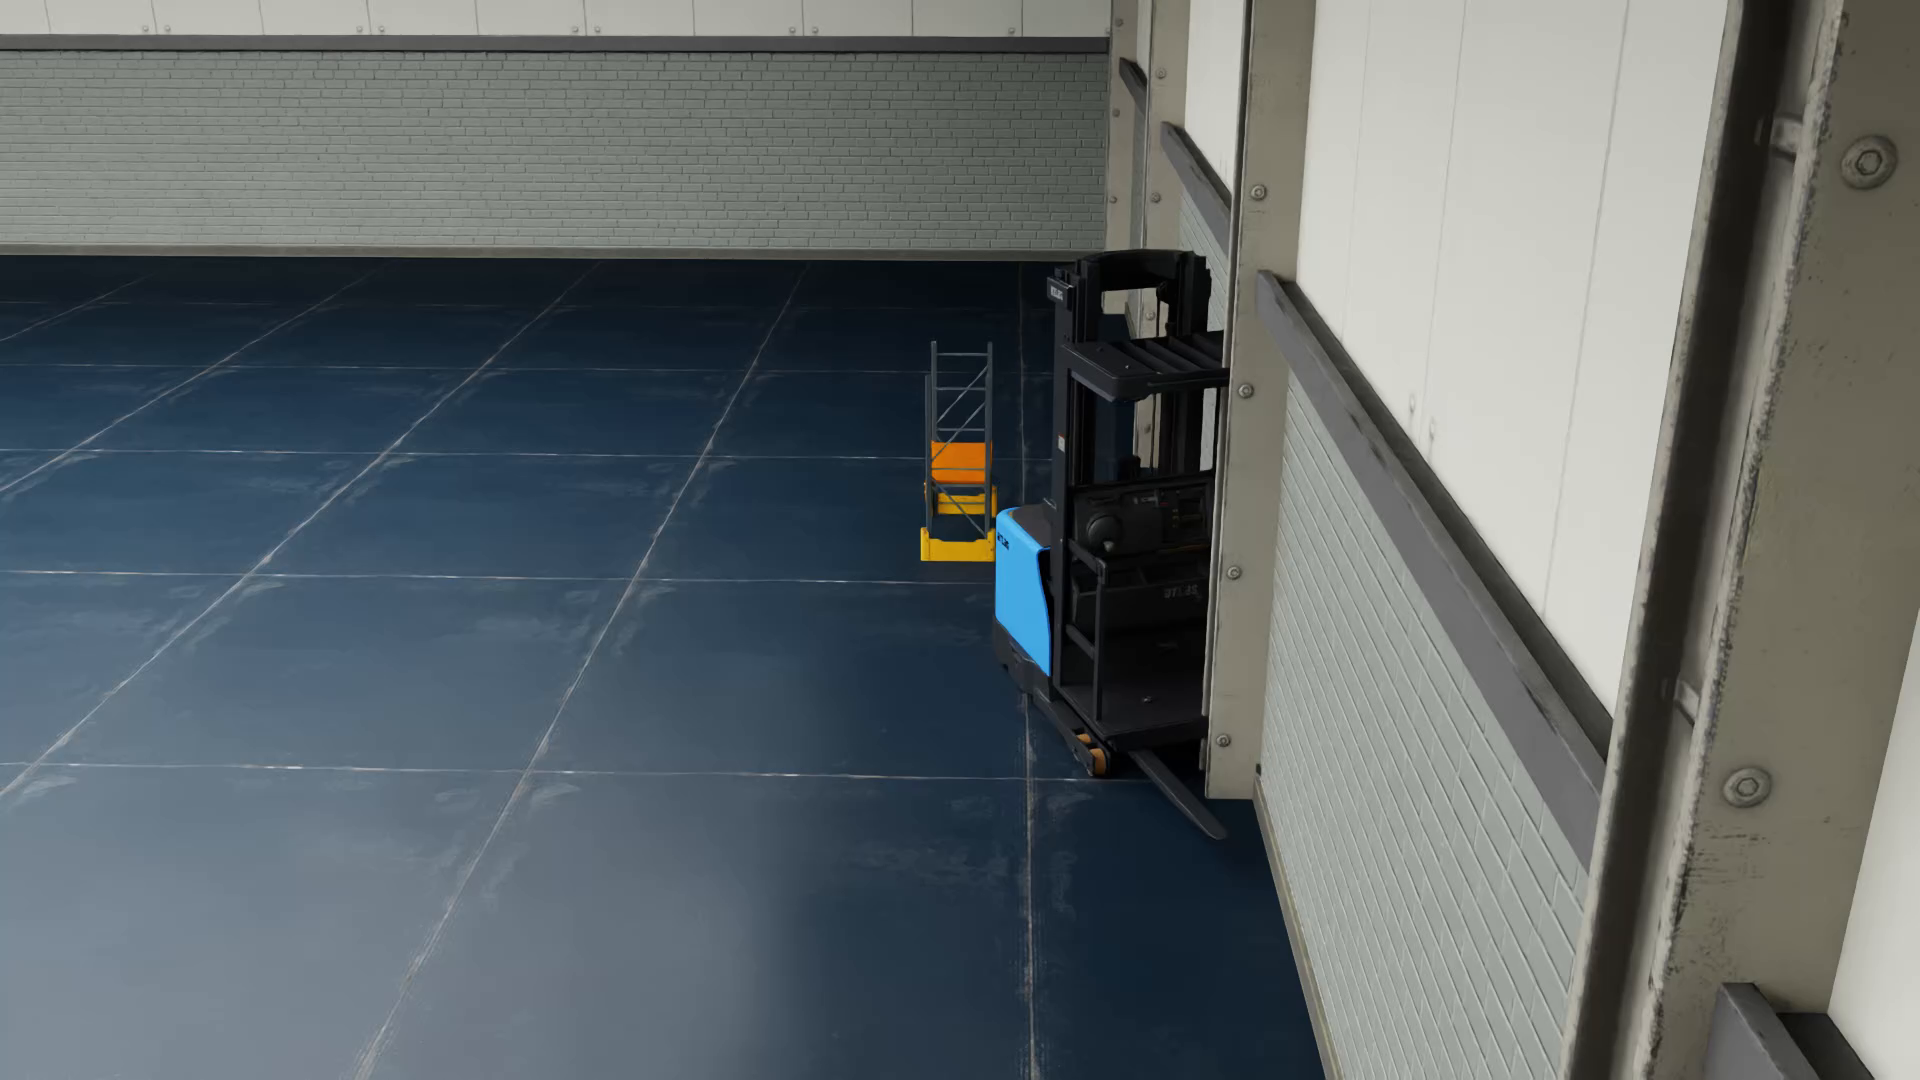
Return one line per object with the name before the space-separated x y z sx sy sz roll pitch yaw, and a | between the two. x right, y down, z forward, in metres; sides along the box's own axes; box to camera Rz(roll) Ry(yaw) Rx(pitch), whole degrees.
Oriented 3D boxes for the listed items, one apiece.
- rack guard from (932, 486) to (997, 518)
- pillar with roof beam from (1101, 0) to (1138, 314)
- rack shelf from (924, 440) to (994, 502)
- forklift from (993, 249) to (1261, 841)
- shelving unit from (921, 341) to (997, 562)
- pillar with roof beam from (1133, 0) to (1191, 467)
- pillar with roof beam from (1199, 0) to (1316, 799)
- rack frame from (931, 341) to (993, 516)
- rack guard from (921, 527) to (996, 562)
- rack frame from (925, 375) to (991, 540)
rack guard | 0.017 -0.324 14.019 0.587 0.250 0.087 1 21 2
pillar with roof beam | -2.351 -7.150 19.516 9.100 9.000 0.400 1 21 2
rack shelf | 0.003 -0.562 13.402 0.538 0.185 1.000 1 21 2
forklift | 1.188 -0.125 9.800 1.130 2.935 3.031 -7 22 -18
shelving unit | 0.002 -0.727 13.329 0.587 1.500 1.083 1 21 2
pillar with roof beam | -2.534 -4.981 13.925 9.100 9.000 0.400 1 21 2
pillar with roof beam | -2.716 -2.811 8.334 9.100 9.000 0.400 1 21 2
rack frame | 0.018 -0.914 13.811 0.500 1.500 0.032 1 21 2
rack guard | -0.013 0.036 13.091 0.587 0.250 0.087 1 21 2
rack frame | -0.013 -0.546 12.863 0.500 1.500 0.032 1 21 2
